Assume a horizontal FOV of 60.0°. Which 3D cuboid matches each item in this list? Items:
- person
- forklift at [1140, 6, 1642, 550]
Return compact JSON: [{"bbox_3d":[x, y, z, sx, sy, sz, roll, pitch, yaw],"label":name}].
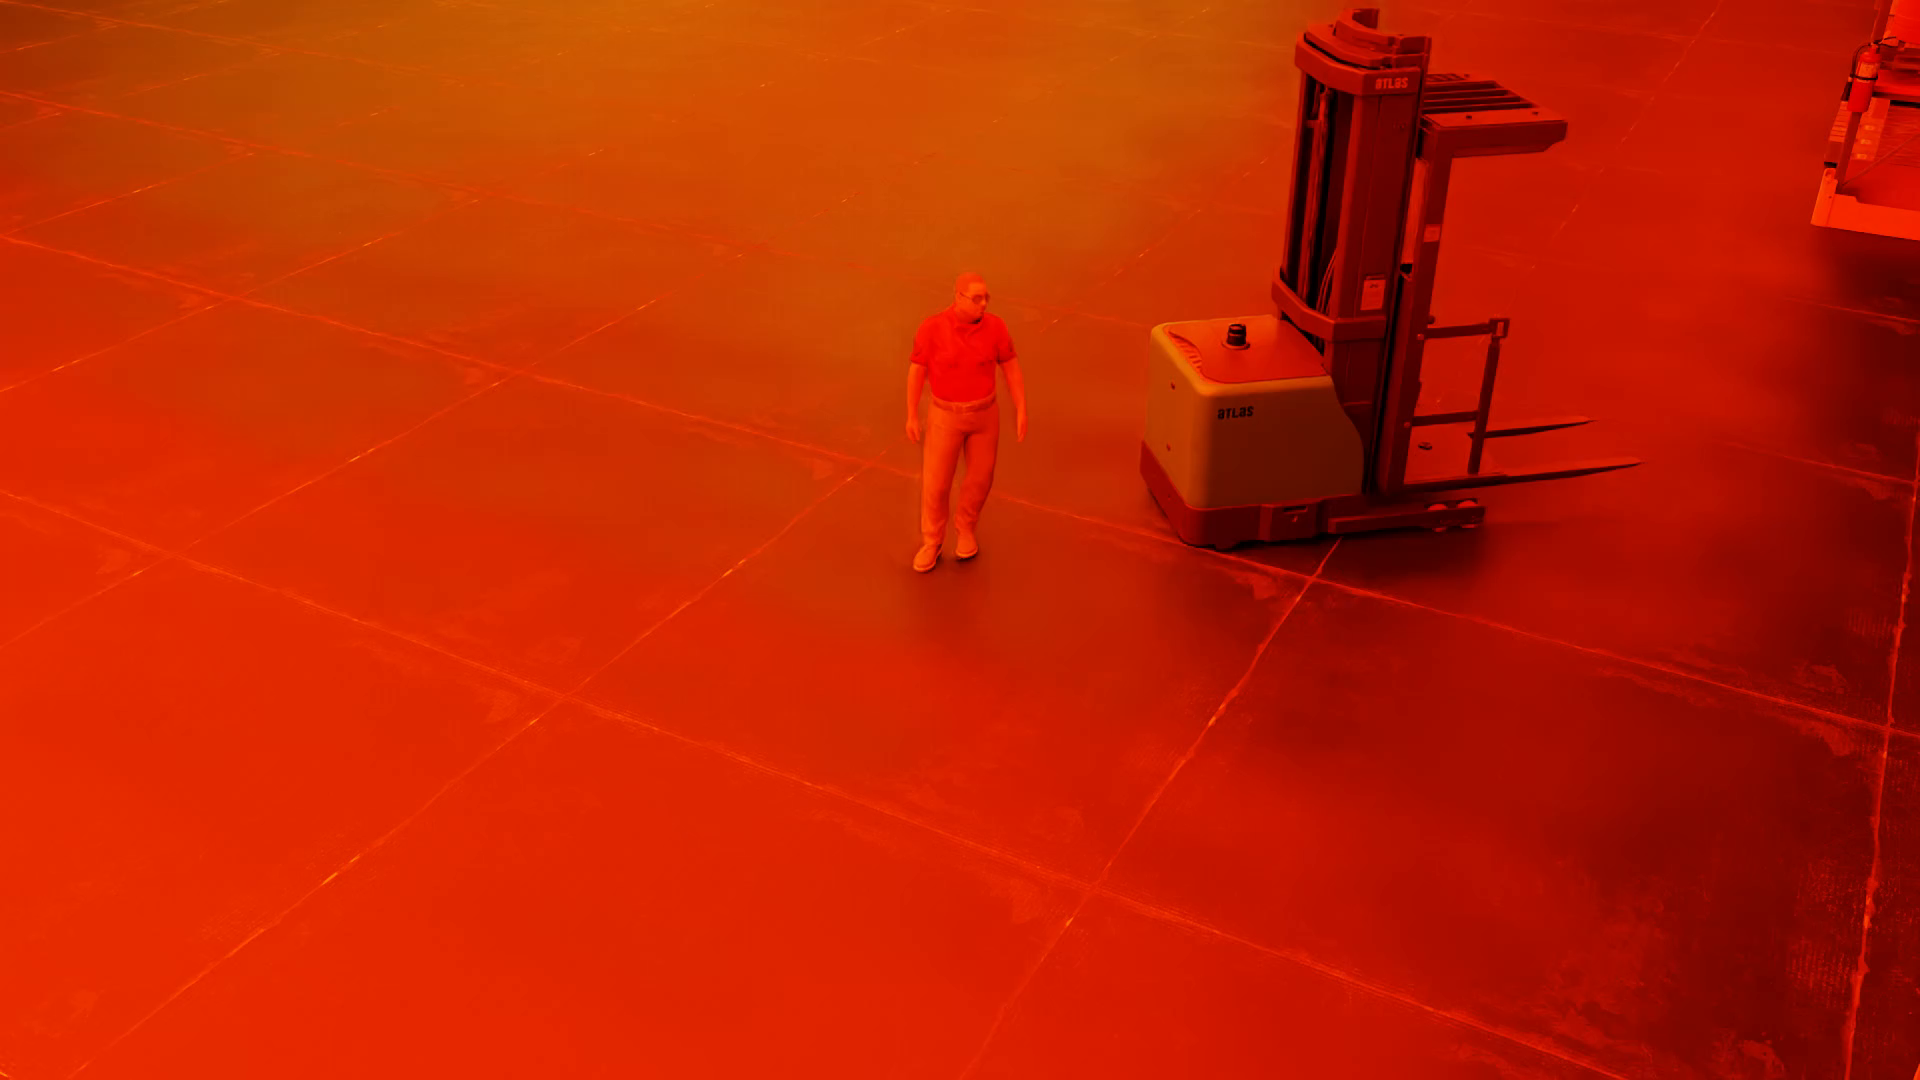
[{"bbox_3d":[0.025,-0.685,9.474,0.709,1.716,0.426,-8,31,-14],"label":"person"},{"bbox_3d":[2.716,-1.573,9.796,3.031,2.935,1.130,-6,31,-10],"label":"forklift"}]
